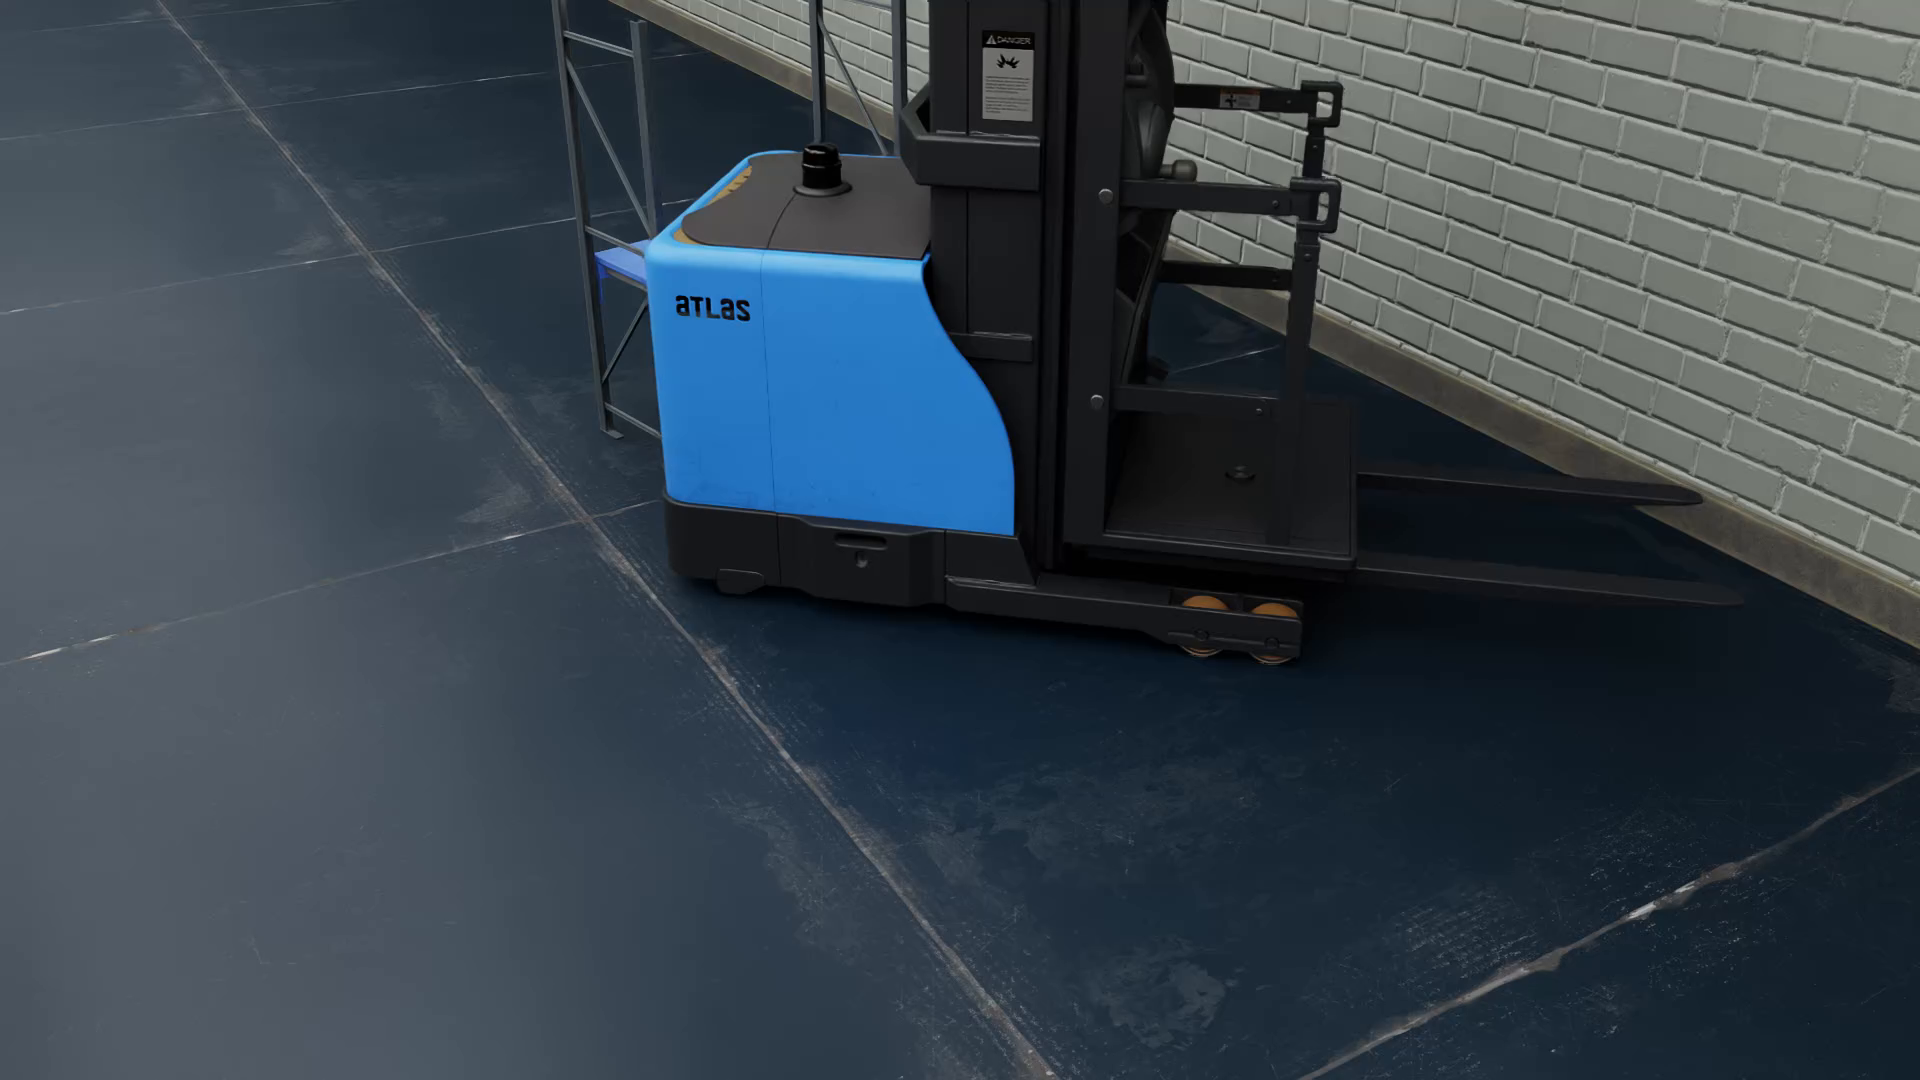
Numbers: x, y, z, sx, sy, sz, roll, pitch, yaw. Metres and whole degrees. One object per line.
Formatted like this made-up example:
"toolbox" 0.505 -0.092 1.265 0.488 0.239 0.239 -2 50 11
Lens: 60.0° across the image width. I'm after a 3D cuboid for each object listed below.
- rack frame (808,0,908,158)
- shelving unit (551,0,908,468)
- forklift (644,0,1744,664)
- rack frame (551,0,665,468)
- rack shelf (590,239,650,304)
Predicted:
"rack frame" -0.359 -1.297 6.048 0.032 1.500 0.500 -24 37 -36
"shelving unit" -0.734 -1.131 5.748 1.048 1.500 0.538 -24 37 -36
"forklift" 0.696 -1.220 4.427 3.031 2.935 1.130 6 29 10
"rack frame" -1.110 -0.966 5.447 0.032 1.500 0.500 -24 37 -36
"rack shelf" -0.734 -0.974 5.834 1.000 0.185 0.538 -24 37 -36
